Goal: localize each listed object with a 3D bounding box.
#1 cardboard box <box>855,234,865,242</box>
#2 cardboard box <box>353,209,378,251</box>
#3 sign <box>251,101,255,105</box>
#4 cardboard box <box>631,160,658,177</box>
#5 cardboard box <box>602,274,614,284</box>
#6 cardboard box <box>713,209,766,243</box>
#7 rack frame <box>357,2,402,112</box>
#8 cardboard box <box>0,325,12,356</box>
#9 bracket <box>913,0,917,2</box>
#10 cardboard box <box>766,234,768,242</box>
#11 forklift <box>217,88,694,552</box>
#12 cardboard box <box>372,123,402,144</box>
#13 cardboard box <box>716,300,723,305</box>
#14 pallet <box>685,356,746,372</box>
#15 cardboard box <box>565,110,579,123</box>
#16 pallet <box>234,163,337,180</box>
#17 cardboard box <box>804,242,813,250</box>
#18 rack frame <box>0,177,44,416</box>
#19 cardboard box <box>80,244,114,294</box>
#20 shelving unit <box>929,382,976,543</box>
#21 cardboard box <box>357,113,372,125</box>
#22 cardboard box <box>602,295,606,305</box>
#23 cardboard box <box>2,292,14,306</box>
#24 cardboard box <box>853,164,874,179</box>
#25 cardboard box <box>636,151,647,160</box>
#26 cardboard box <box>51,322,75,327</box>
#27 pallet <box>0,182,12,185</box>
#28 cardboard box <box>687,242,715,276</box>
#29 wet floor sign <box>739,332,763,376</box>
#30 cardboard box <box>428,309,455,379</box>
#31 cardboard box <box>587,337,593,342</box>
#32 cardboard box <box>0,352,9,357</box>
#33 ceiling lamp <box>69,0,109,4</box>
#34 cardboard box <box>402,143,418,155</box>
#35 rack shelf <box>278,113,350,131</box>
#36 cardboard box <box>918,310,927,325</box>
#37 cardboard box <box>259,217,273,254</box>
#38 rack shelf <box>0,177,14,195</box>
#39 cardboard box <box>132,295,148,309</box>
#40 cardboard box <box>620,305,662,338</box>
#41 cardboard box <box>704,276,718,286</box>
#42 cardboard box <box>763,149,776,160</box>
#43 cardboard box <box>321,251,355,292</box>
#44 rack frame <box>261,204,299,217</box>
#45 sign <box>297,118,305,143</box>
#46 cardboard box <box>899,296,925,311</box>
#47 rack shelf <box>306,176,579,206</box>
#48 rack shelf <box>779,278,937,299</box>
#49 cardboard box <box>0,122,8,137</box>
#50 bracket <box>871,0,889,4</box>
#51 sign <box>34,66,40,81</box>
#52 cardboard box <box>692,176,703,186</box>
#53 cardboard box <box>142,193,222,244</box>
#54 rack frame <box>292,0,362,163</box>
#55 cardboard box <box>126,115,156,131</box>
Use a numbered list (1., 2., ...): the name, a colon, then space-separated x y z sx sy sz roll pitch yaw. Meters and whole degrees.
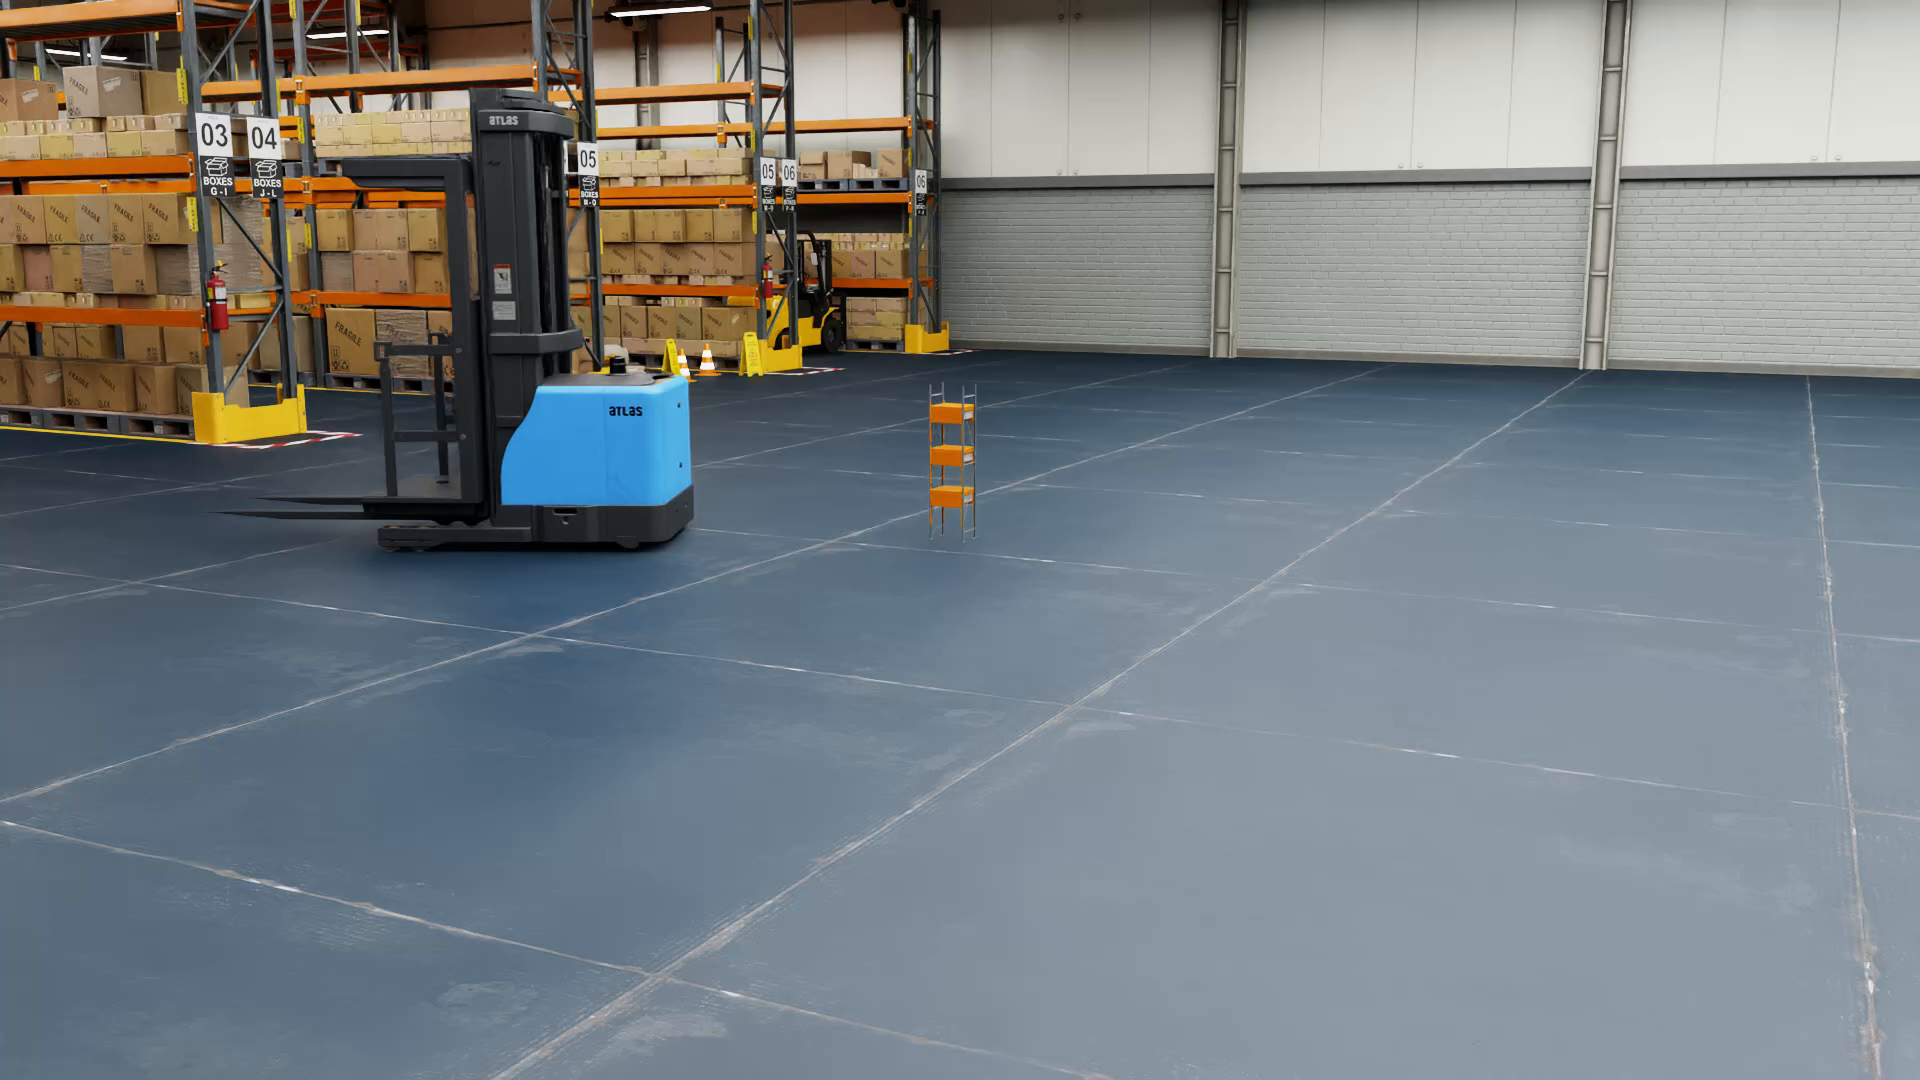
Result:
1. cardboard box: -1.704 -5.475 30.123 0.250 0.149 0.380 5 11 26
2. cardboard box: -7.637 -4.173 22.413 0.550 0.550 0.875 5 11 26
3. sign: -15.206 -9.529 35.766 0.005 0.325 0.100 5 11 26
4. cardboard box: -4.760 -5.776 25.885 0.500 0.250 0.500 5 11 26
5. cardboard box: -5.550 -4.174 26.573 0.250 0.149 0.380 5 12 28
6. cardboard box: -3.365 -4.804 25.426 0.500 0.500 0.700 5 11 24
7. rack frame: -9.985 -7.693 28.470 0.127 3.000 1.000 5 11 26
8. cardboard box: -14.651 -3.092 25.734 0.500 0.500 0.500 6 12 28
9. bracket: -0.628 -9.736 29.652 0.430 0.232 0.235 5 11 26
10. cardboard box: -3.543 -5.636 31.013 0.250 0.149 0.380 5 11 25
11. forklift: -3.396 -1.459 11.061 3.031 2.935 1.130 0 10 2
12. cardboard box: -7.277 -5.269 21.626 0.500 0.250 0.500 5 11 25
13. cardboard box: -4.678 -4.296 32.036 0.625 0.625 0.875 6 12 28
14. pallet: -3.592 -2.814 26.187 1.213 0.211 1.003 5 11 26
15. cardboard box: -5.069 -5.390 21.173 0.250 0.149 0.380 5 11 26
16. pallet: -9.341 -5.074 22.956 1.217 0.209 0.805 5 11 24
17. cardboard box: -2.657 -5.395 30.516 0.250 0.149 0.380 5 11 25
18. rack frame: -10.783 -2.843 18.517 0.127 3.000 1.000 5 11 26
19. cardboard box: -8.607 -2.838 17.372 0.500 0.500 0.875 5 11 26
20. shelving unit: -0.048 -0.521 11.160 0.252 1.050 0.215 5 11 26
21. cardboard box: -7.637 -5.485 21.699 0.250 0.149 0.380 5 11 25
22. cardboard box: -5.902 -3.859 26.743 0.250 0.149 0.380 5 11 27
23. cardboard box: -10.040 -2.599 17.875 0.250 0.149 0.380 5 11 26
24. cardboard box: -1.722 -6.606 29.804 0.258 0.266 0.396 5 11 26
25. cardboard box: -4.829 -5.984 25.918 0.250 0.149 0.380 5 12 27
26. cardboard box: -13.271 -3.338 24.987 0.500 0.250 0.500 5 11 27
27. pallet: -14.234 -5.495 25.271 1.003 0.211 1.213 5 11 26
28. cardboard box: -3.866 -4.345 25.701 0.500 0.500 0.500 5 11 26
29. wet floor sign: -3.114 -2.766 24.704 0.267 0.644 0.232 -10 14 -43
30. cardboard box: -6.338 -2.585 21.879 0.875 0.875 0.875 5 11 25
31. cardboard box: -5.988 -3.190 26.975 0.500 0.250 0.500 4 11 23
32. cardboard box: -11.324 -1.882 18.987 0.500 0.500 0.700 4 11 21
33. ceiling lamp: -13.790 -10.466 27.401 2.000 3.185 0.800 5 11 26
34. cardboard box: -6.957 -5.033 21.439 0.250 0.149 0.380 5 11 27
35. rack shelf: -11.778 -7.300 29.440 4.000 0.370 1.077 5 11 26
36. cardboard box: -0.947 -4.074 30.454 0.500 0.250 0.500 5 12 27
37. cardboard box: -9.407 -4.247 23.185 0.500 0.500 0.700 5 11 25
38. rack shelf: -12.576 -4.123 19.185 4.000 0.370 1.077 5 11 26
39. cardboard box: -8.231 -2.447 17.035 0.250 0.149 0.380 5 11 26
40. cardboard box: -5.039 -3.478 26.458 0.500 0.500 0.500 6 12 29
41. cardboard box: -3.737 -4.008 25.660 0.250 0.149 0.380 5 11 25
42. cardboard box: -3.039 -5.916 25.540 0.250 0.149 0.380 5 11 25
43. cardboard box: -8.161 -3.674 22.687 0.550 0.550 0.875 5 11 26
44. rack frame: -14.966 -6.165 36.869 0.127 3.000 1.000 5 11 26
45. sign: -8.729 -5.425 22.026 0.005 0.325 0.100 5 11 26
46. cardboard box: -0.965 -4.318 30.397 0.500 0.250 0.500 5 11 25
47. rack shelf: -6.704 -4.592 21.776 4.000 0.370 1.077 5 11 26
48. rack shelf: -2.411 -4.707 30.838 4.000 0.370 1.077 5 11 26
49. cardboard box: -9.885 -4.319 17.553 0.250 0.149 0.380 5 12 28
50. bracket: -1.372 -9.802 30.014 0.430 0.232 0.235 5 11 26
51. sign: -17.410 -8.773 31.369 0.005 0.325 0.100 5 11 26
52. cardboard box: -3.913 -5.518 25.579 0.250 0.149 0.380 5 11 26
53. cardboard box: -7.798 -3.219 16.673 0.500 0.500 0.500 5 11 26
54. rack frame: -8.497 -6.579 22.316 0.127 3.000 1.000 5 11 26
55. cardboard box: -8.058 -4.142 16.571 0.250 0.149 0.380 4 11 23
